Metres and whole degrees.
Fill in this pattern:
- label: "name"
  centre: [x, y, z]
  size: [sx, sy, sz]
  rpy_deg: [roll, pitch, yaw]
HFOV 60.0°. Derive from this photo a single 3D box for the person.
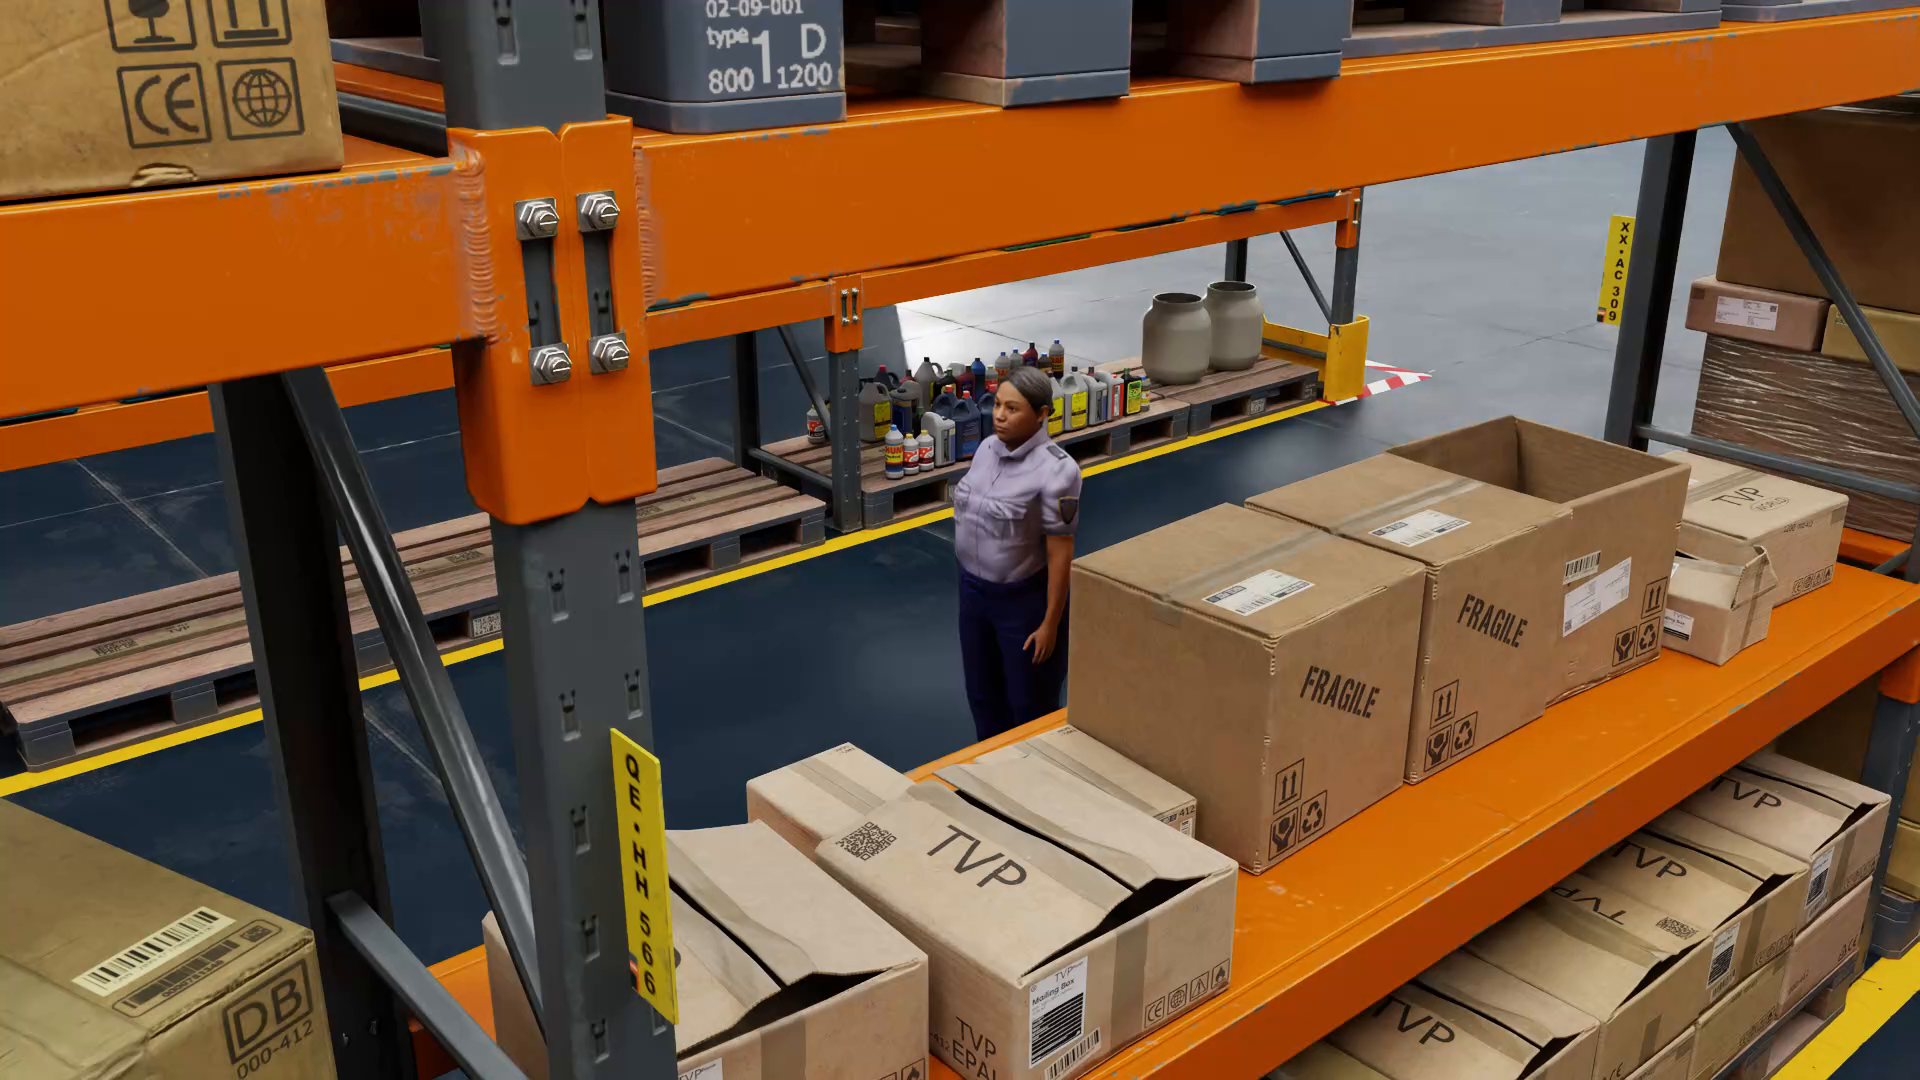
- label: "person"
  centre: [0.181, 0.228, 5.521]
  size: [0.345, 1.651, 0.467]
  rpy_deg: [-16, 26, -36]
